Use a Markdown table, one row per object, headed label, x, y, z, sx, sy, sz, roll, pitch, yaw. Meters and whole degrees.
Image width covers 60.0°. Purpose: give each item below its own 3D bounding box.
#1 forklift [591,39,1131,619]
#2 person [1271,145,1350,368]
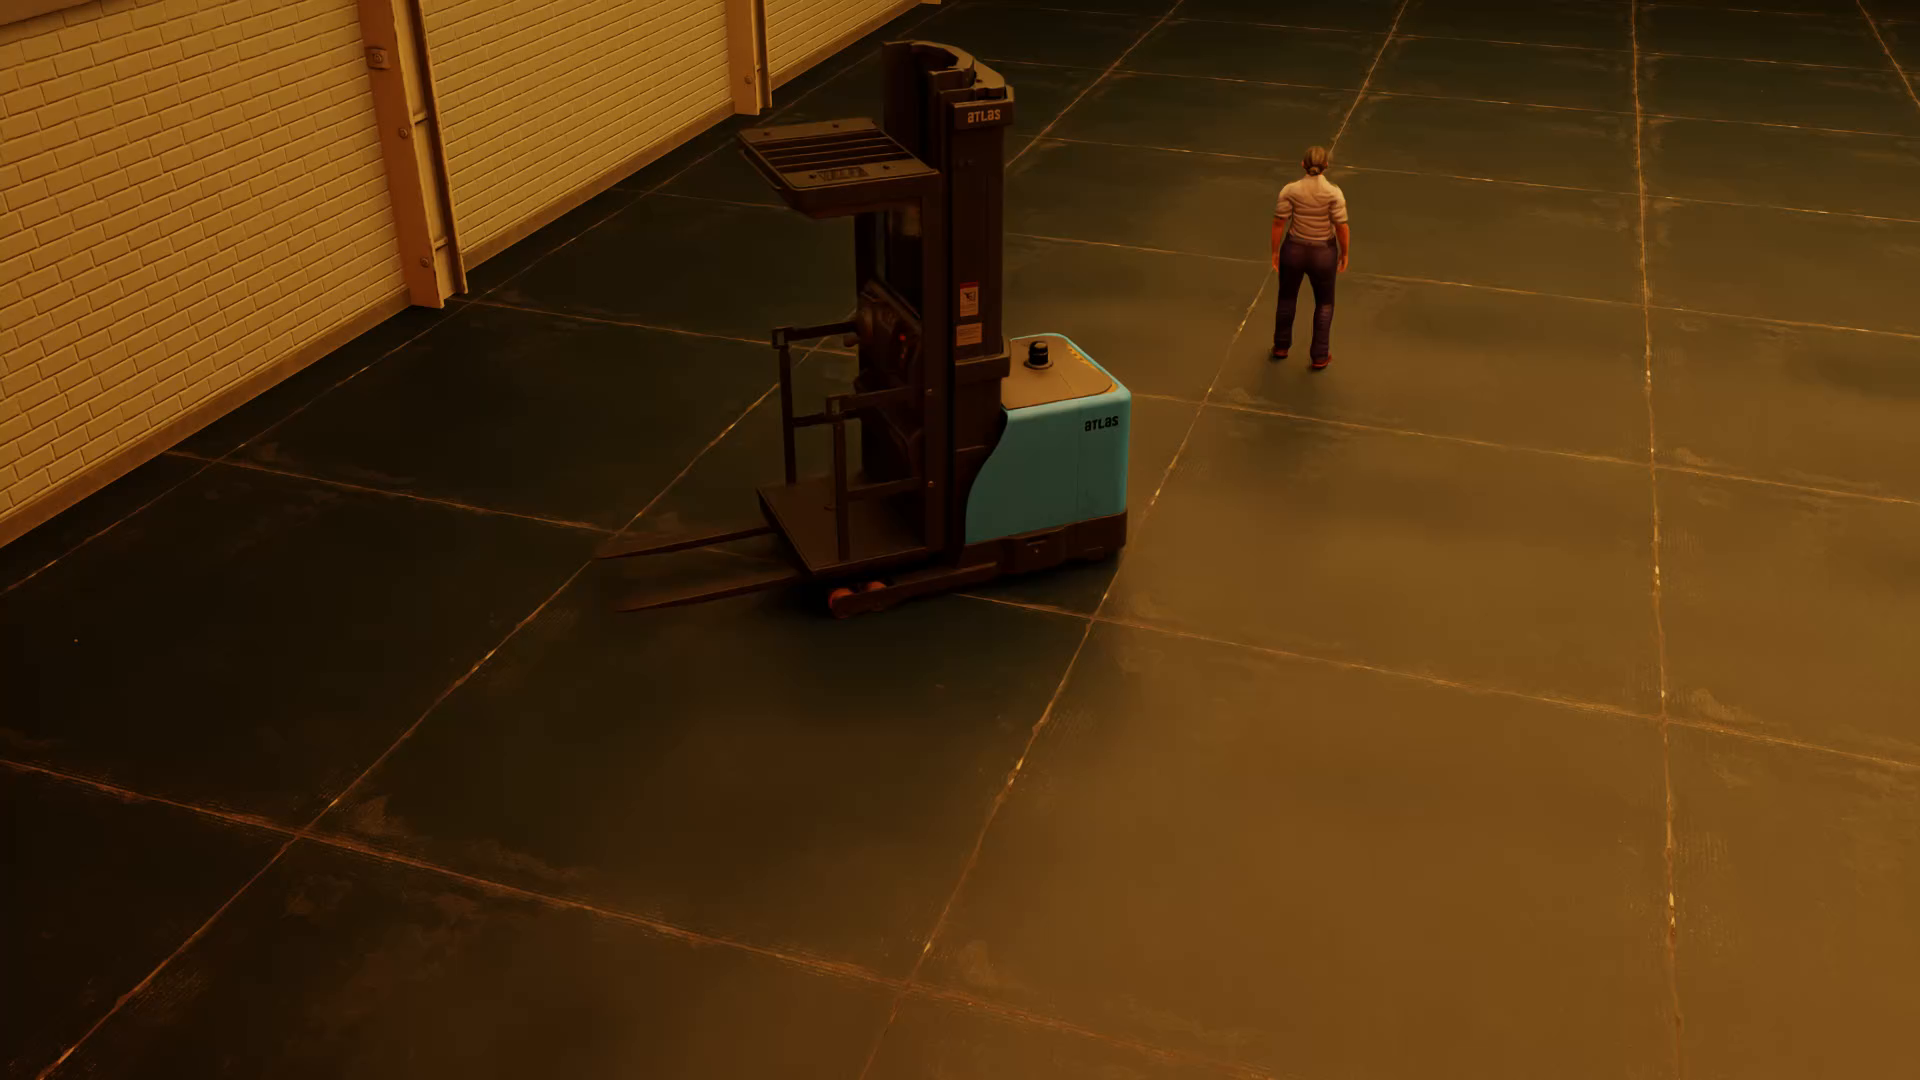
| label | x | y | z | sx | sy | sz | roll | pitch | yaw |
| --- | --- | --- | --- | --- | --- | --- | --- | --- | --- |
| forklift | -0.581 | -1.130 | 9.118 | 3.031 | 2.935 | 1.130 | -11 | 32 | -19 |
| person | 2.542 | -2.058 | 12.077 | 0.555 | 1.676 | 0.458 | 11 | 32 | 19 |
